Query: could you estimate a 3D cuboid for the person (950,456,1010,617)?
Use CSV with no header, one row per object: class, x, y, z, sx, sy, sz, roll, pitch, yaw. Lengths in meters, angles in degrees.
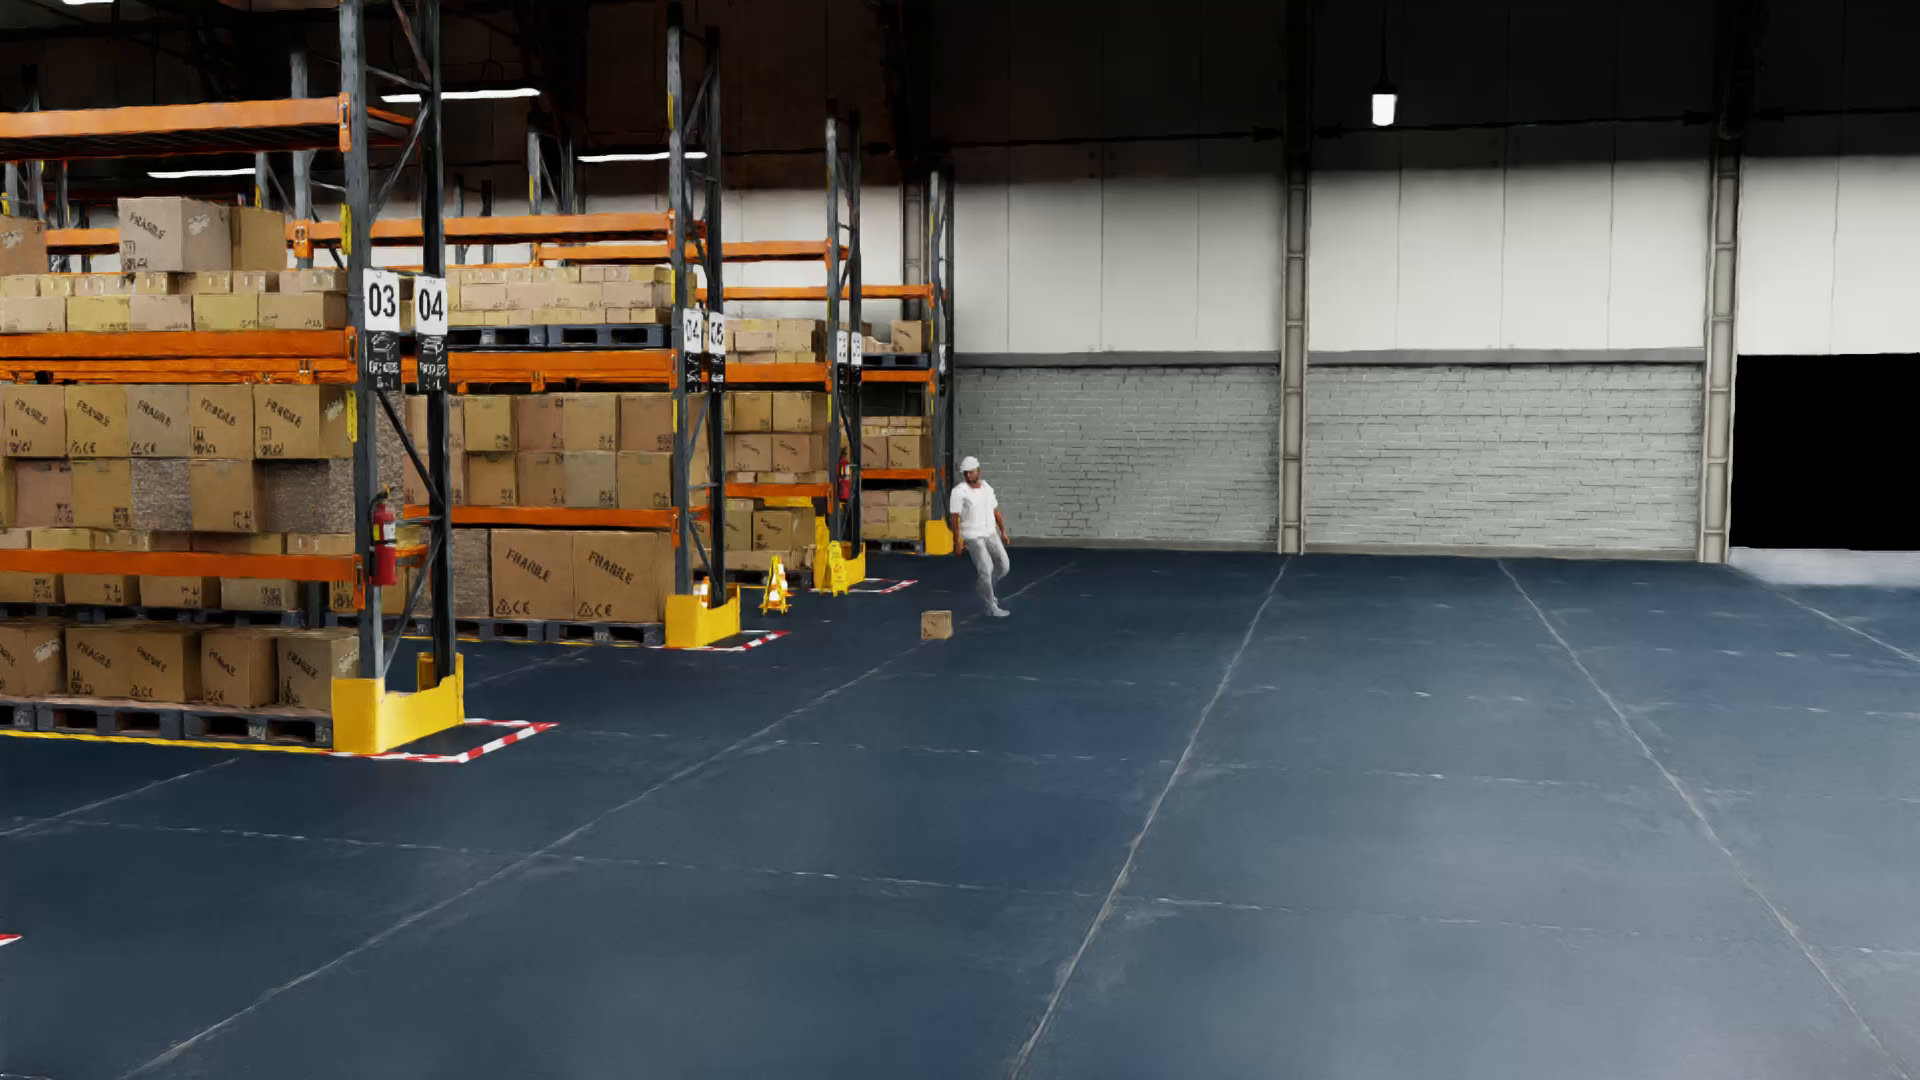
person,0.224,-0.036,17.918,0.644,1.745,0.549,-4,7,-43
